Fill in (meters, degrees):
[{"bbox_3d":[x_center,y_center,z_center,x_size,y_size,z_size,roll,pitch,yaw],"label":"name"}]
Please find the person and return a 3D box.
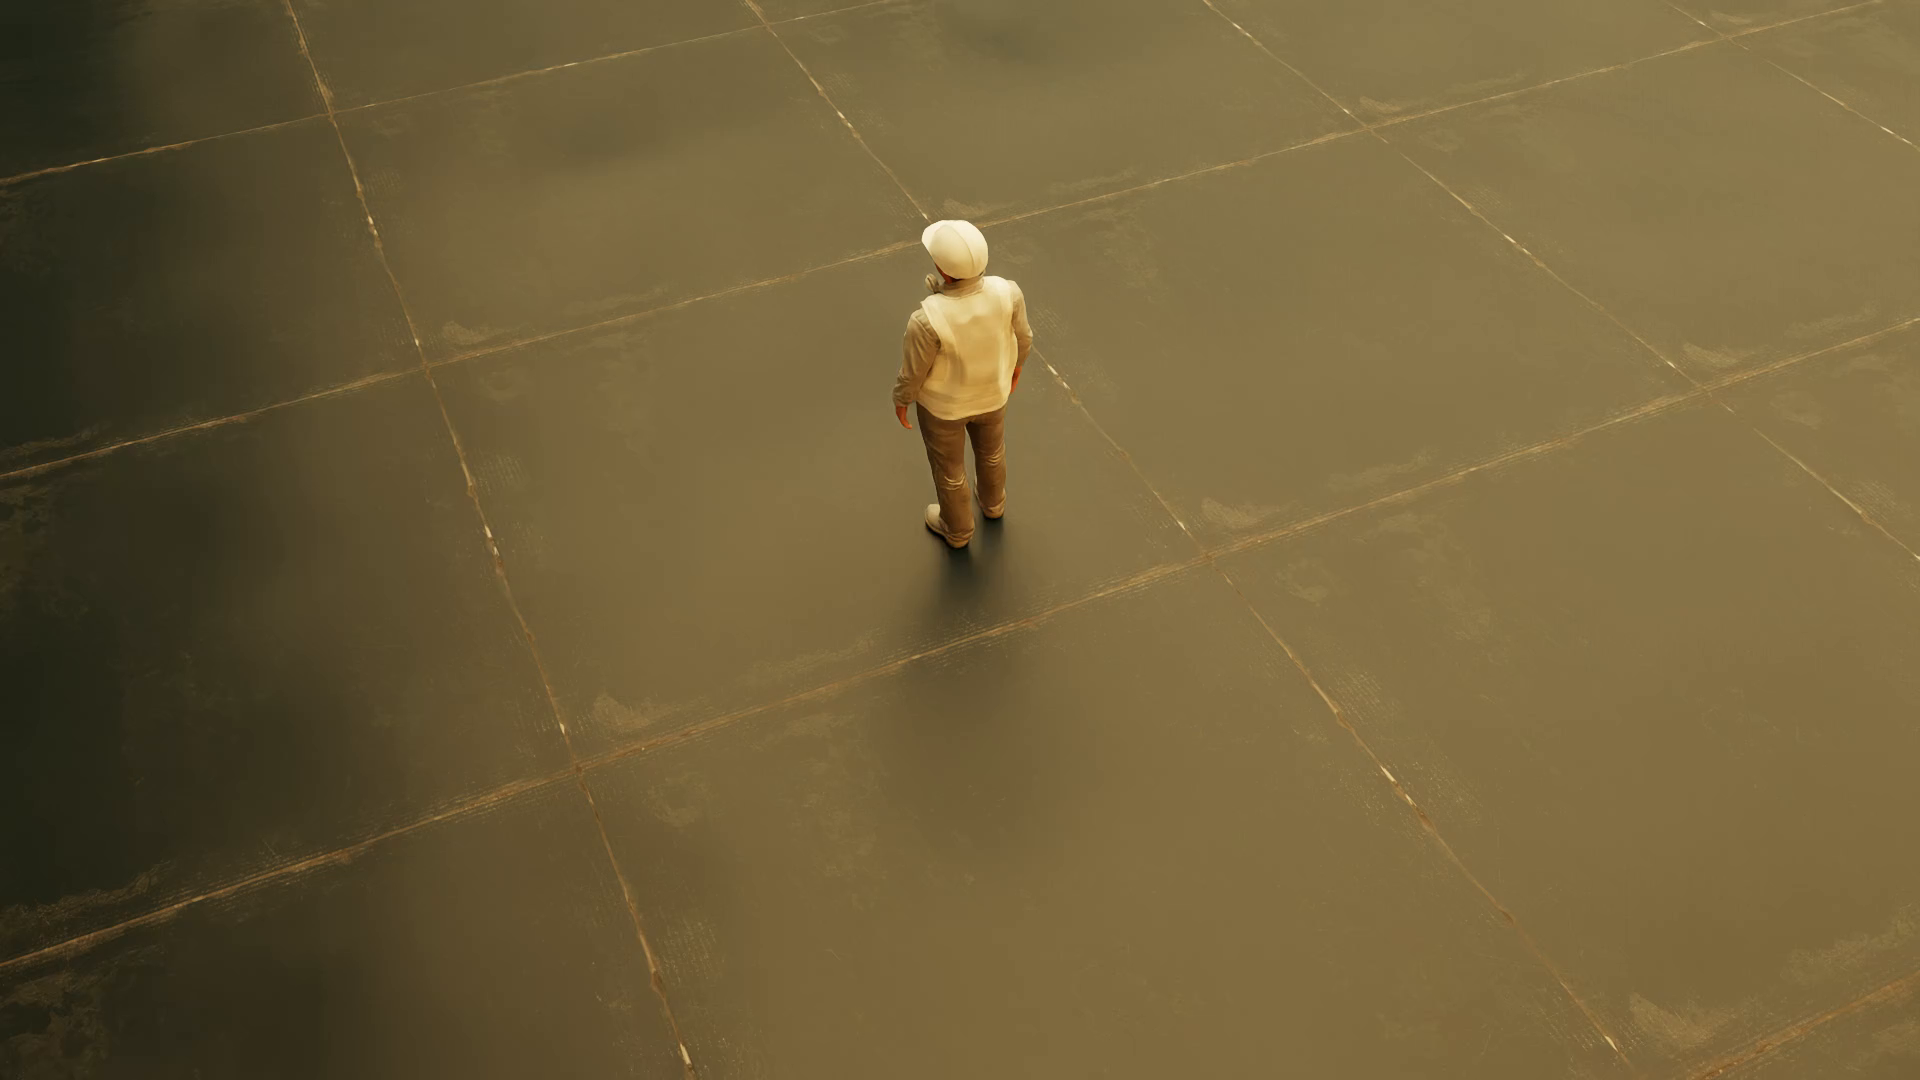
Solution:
[{"bbox_3d":[-0.018,-0.695,7.262,0.632,1.773,0.568,-18,46,-18],"label":"person"}]
